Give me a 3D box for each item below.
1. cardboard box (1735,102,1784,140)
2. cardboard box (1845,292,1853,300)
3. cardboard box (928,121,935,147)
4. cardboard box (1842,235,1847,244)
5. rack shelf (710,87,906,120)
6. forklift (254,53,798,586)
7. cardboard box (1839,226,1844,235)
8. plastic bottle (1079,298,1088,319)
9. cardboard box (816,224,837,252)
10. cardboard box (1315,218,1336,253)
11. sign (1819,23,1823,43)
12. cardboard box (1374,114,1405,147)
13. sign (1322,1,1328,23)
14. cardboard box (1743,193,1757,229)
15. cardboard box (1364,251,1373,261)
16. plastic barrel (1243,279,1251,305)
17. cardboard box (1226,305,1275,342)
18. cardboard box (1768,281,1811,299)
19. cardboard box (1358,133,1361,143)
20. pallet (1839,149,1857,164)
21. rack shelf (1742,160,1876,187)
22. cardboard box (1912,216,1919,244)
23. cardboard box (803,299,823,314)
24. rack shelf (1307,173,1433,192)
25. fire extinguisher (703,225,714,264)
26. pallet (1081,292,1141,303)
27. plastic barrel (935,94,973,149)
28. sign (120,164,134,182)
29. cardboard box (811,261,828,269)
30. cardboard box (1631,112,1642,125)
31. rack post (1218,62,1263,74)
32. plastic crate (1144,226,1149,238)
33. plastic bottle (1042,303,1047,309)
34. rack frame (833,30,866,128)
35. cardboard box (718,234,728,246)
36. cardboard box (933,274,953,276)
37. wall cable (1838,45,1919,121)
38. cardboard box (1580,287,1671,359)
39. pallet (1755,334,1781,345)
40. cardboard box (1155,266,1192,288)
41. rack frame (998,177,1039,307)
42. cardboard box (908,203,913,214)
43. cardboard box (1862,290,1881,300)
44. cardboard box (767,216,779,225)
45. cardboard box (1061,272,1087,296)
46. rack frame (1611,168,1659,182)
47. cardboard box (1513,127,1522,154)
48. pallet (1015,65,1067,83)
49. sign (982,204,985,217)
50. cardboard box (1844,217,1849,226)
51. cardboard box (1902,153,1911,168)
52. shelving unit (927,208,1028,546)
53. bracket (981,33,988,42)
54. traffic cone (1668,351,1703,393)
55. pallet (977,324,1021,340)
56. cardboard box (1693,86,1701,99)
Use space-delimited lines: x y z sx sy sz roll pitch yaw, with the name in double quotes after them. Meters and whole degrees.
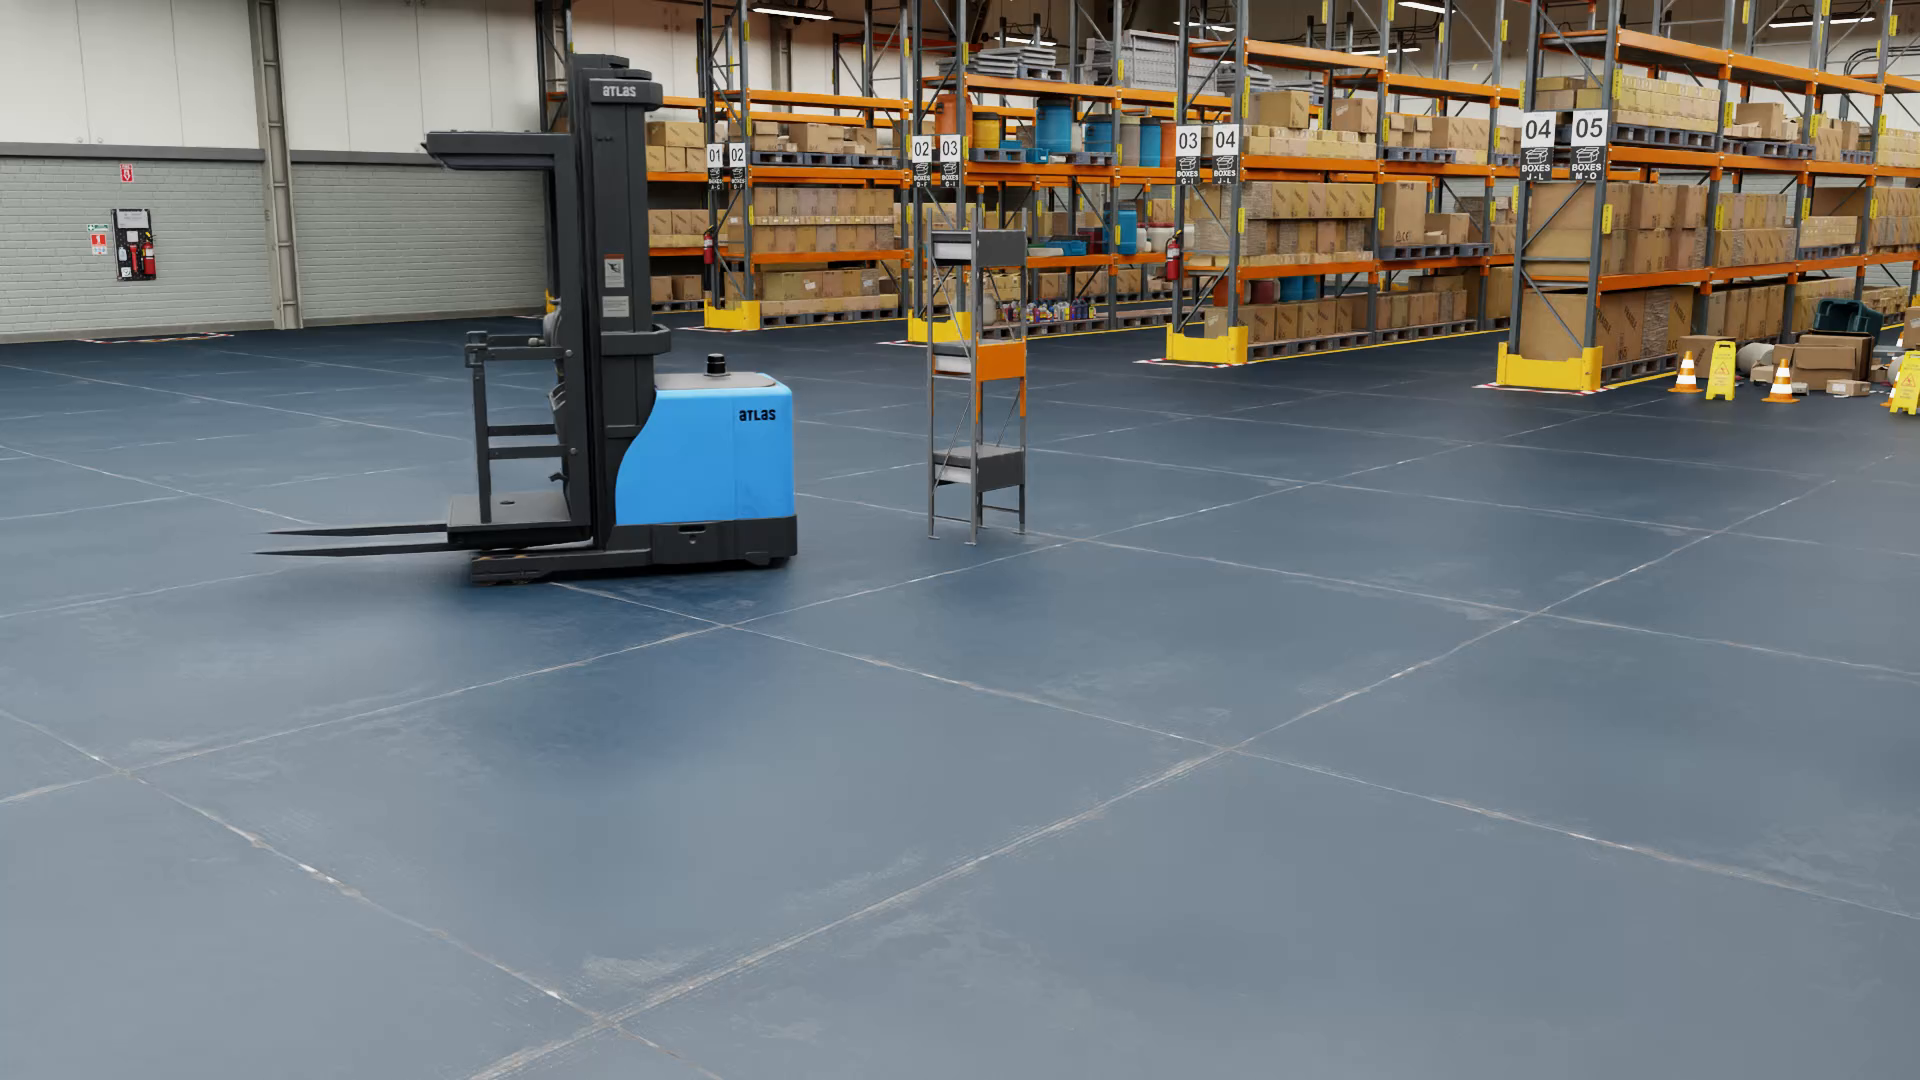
11.399 -5.975 23.726 0.500 0.500 0.500 10 15 40 "cardboard box"
14.677 -3.919 27.985 0.500 0.500 0.500 9 15 39 "cardboard box"
-0.607 -7.984 32.766 0.500 0.500 0.500 -10 15 -42 "cardboard box"
14.526 -5.004 27.678 0.380 0.149 0.250 10 15 40 "cardboard box"
-2.723 -7.940 30.345 1.077 0.370 4.000 10 15 40 "rack shelf"
-2.547 -1.290 9.687 3.031 2.935 1.130 -3 12 -15 "forklift"
14.346 -5.109 27.443 0.380 0.149 0.250 9 14 39 "cardboard box"
2.107 -3.985 28.643 0.144 0.351 0.185 9 15 39 "plastic bottle"
-2.705 -5.597 30.818 0.700 0.500 0.500 10 15 42 "cardboard box"
5.082 -4.541 24.772 0.875 0.500 0.500 10 15 40 "cardboard box"
14.581 -8.592 28.167 0.100 0.325 0.005 10 15 40 "sign"
6.421 -6.343 25.818 0.797 0.503 0.637 9 14 38 "cardboard box"
5.616 -8.108 25.542 0.100 0.325 0.005 10 15 40 "sign"
11.025 -4.741 23.981 0.700 0.500 0.500 10 15 40 "cardboard box"
6.115 -4.367 25.557 0.380 0.149 0.250 10 15 40 "cardboard box"
5.572 -4.943 33.082 0.421 0.512 0.421 0 11 0 "plastic barrel"
4.190 -3.133 24.050 0.500 0.500 0.500 -7 13 -33 "cardboard box"
12.973 -3.910 26.024 0.500 0.250 0.500 9 14 38 "cardboard box"
5.794 -6.040 24.999 0.380 0.149 0.250 10 15 41 "cardboard box"
13.806 -6.229 27.062 1.213 0.211 1.003 10 15 40 "pallet"
13.656 -5.904 26.793 1.077 0.370 4.000 10 15 40 "rack shelf"
17.513 -5.764 30.899 0.500 0.500 0.500 10 15 41 "cardboard box"
-2.864 -4.308 30.568 0.500 0.250 0.500 10 15 40 "cardboard box"
8.917 -7.789 36.230 1.077 0.370 4.000 10 15 40 "rack shelf"
-4.470 -5.257 29.571 0.296 0.674 0.183 10 15 40 "fire extinguisher"
3.370 -5.526 37.839 1.003 0.211 1.213 10 15 40 "pallet"
-0.099 -6.587 26.204 0.600 0.830 0.708 10 15 40 "plastic barrel"
-13.655 -6.014 27.246 0.001 0.298 0.199 10 15 40 "sign"
-3.345 -6.239 37.632 0.500 0.250 0.500 10 15 41 "cardboard box"
7.856 -5.001 19.747 0.380 0.149 0.250 10 15 41 "cardboard box"
5.397 -9.111 32.033 0.624 0.289 0.986 10 15 40 "rack post"
3.660 -5.622 31.035 0.402 0.464 0.583 10 15 40 "plastic crate"
1.466 -3.976 28.801 0.097 0.271 0.097 0 11 0 "plastic bottle"
-2.486 -10.011 37.859 1.000 3.000 0.127 10 15 40 "rack frame"
-5.211 -6.308 34.968 0.500 0.250 0.500 10 15 40 "cardboard box"
-0.346 -5.294 34.075 0.500 0.311 0.500 10 15 40 "cardboard box"
20.279 -11.231 35.752 2.277 5.999 0.120 10 15 40 "wall cable"
8.636 -2.851 21.679 0.875 0.875 0.875 10 15 41 "cardboard box"
11.759 -3.018 25.284 1.003 0.211 1.213 10 15 40 "pallet"
5.115 -6.287 39.778 0.797 0.503 0.637 10 15 40 "cardboard box"
1.238 -6.429 35.243 1.000 3.000 0.127 10 15 40 "rack frame"
-1.311 -7.828 39.267 0.500 0.250 0.500 10 15 41 "cardboard box"
16.100 -4.349 29.513 0.380 0.149 0.250 10 15 42 "cardboard box"
-3.450 -5.689 29.623 0.380 0.149 0.250 9 15 39 "cardboard box"
2.429 -5.600 36.351 0.500 0.500 0.500 10 15 40 "cardboard box"
13.958 -6.325 34.721 1.000 3.000 0.127 10 15 40 "rack frame"
10.009 -7.179 30.001 0.797 0.503 0.637 10 15 40 "cardboard box"
0.987 -7.548 27.030 1.003 0.211 1.213 10 15 40 "pallet"
0.569 -8.118 40.944 0.100 0.325 0.005 10 15 40 "sign"
14.509 -5.293 27.605 0.380 0.149 0.250 9 15 39 "cardboard box"
16.510 -6.737 29.509 0.500 0.250 0.500 11 15 43 "cardboard box"
0.109 -1.054 10.627 0.431 2.100 0.503 10 15 40 "shelving unit"
0.508 -12.595 41.605 0.235 0.232 0.430 10 15 40 "bracket"
8.472 -1.965 19.370 0.336 0.463 0.334 10 15 40 "traffic cone"
0.231 -3.380 27.096 1.003 0.211 1.213 10 15 40 "pallet"
9.195 -5.691 21.168 0.380 0.149 0.250 10 15 41 "cardboard box"
